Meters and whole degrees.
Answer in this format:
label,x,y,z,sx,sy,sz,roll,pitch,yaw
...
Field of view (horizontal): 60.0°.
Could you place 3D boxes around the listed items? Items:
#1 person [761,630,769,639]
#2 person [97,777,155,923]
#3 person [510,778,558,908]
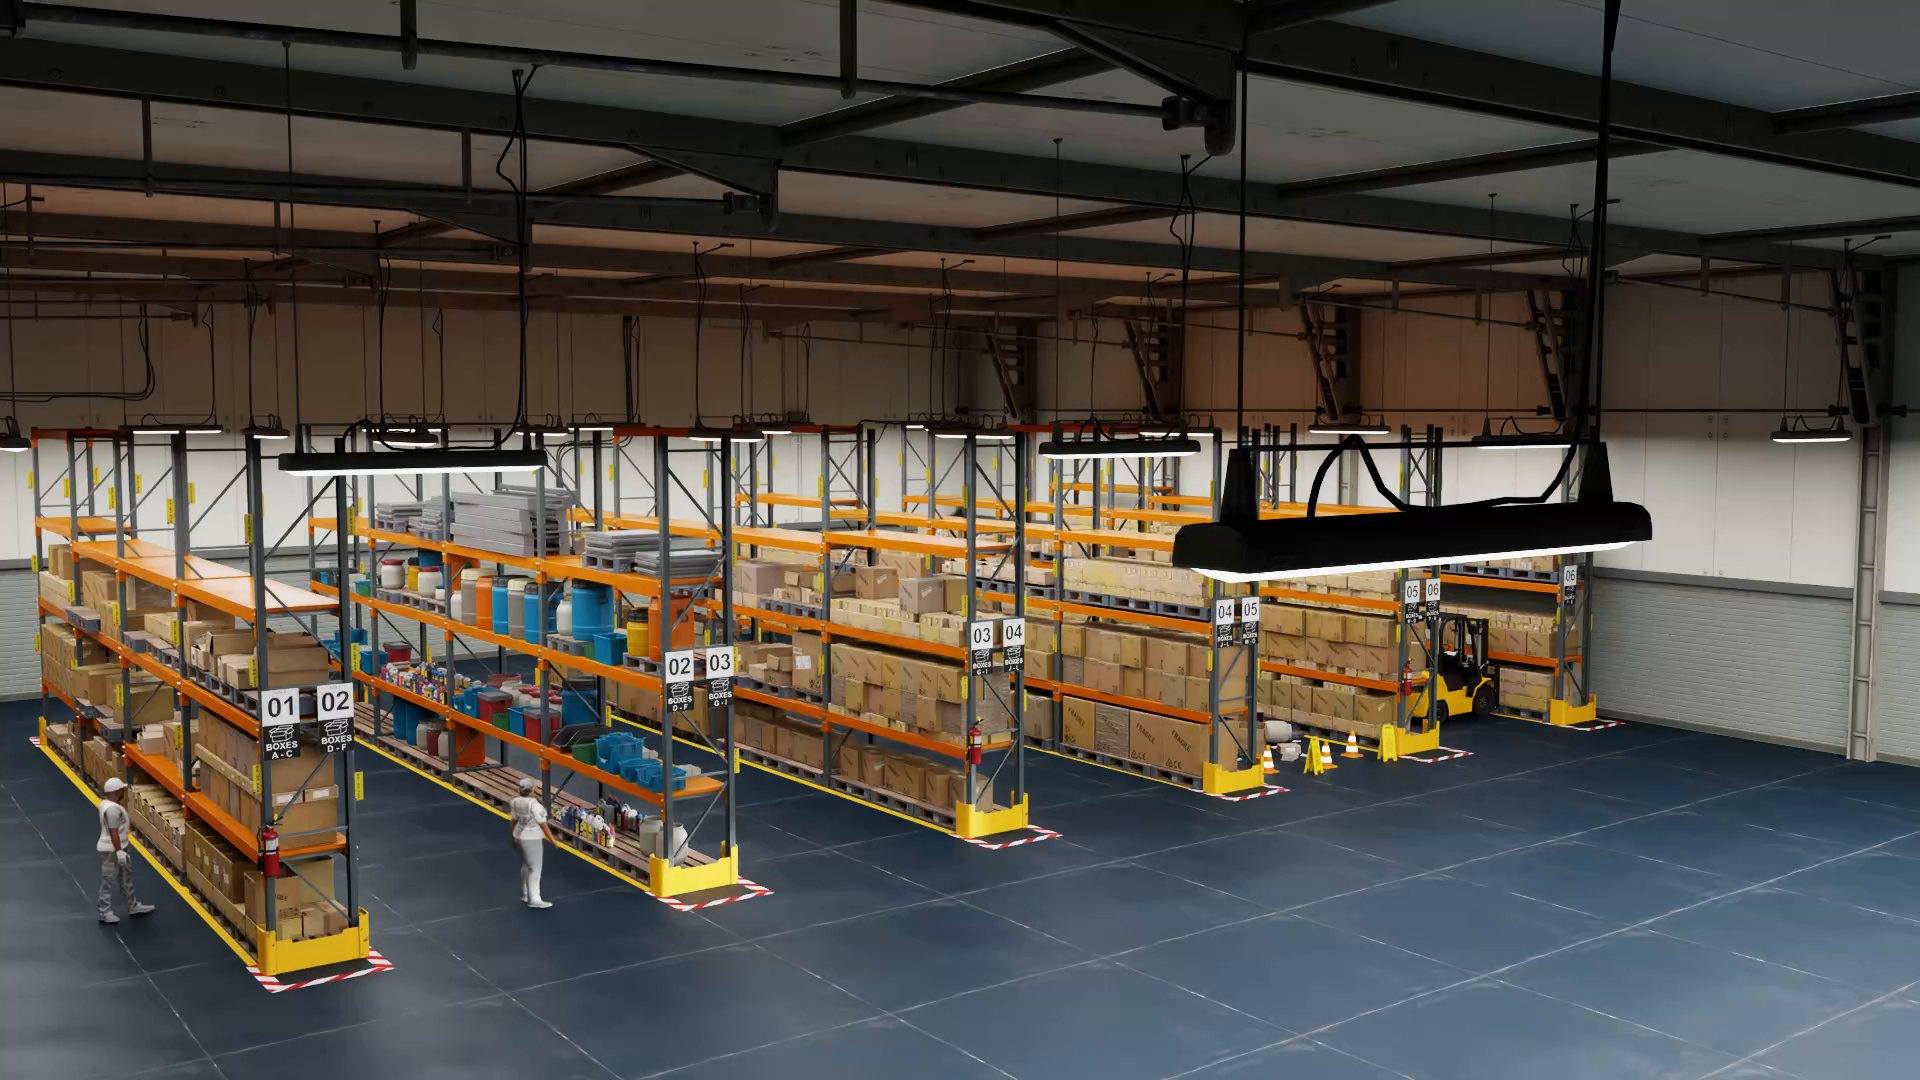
label,x,y,z,sx,sy,sz,roll,pitch,yaw
person,-5.333,1.935,44.716,0.585,1.739,0.847,1,5,15
person,-10.388,3.823,20.633,0.571,1.778,0.603,-1,5,-13
person,-5.440,3.858,21.192,0.518,1.706,0.559,-3,6,-36
